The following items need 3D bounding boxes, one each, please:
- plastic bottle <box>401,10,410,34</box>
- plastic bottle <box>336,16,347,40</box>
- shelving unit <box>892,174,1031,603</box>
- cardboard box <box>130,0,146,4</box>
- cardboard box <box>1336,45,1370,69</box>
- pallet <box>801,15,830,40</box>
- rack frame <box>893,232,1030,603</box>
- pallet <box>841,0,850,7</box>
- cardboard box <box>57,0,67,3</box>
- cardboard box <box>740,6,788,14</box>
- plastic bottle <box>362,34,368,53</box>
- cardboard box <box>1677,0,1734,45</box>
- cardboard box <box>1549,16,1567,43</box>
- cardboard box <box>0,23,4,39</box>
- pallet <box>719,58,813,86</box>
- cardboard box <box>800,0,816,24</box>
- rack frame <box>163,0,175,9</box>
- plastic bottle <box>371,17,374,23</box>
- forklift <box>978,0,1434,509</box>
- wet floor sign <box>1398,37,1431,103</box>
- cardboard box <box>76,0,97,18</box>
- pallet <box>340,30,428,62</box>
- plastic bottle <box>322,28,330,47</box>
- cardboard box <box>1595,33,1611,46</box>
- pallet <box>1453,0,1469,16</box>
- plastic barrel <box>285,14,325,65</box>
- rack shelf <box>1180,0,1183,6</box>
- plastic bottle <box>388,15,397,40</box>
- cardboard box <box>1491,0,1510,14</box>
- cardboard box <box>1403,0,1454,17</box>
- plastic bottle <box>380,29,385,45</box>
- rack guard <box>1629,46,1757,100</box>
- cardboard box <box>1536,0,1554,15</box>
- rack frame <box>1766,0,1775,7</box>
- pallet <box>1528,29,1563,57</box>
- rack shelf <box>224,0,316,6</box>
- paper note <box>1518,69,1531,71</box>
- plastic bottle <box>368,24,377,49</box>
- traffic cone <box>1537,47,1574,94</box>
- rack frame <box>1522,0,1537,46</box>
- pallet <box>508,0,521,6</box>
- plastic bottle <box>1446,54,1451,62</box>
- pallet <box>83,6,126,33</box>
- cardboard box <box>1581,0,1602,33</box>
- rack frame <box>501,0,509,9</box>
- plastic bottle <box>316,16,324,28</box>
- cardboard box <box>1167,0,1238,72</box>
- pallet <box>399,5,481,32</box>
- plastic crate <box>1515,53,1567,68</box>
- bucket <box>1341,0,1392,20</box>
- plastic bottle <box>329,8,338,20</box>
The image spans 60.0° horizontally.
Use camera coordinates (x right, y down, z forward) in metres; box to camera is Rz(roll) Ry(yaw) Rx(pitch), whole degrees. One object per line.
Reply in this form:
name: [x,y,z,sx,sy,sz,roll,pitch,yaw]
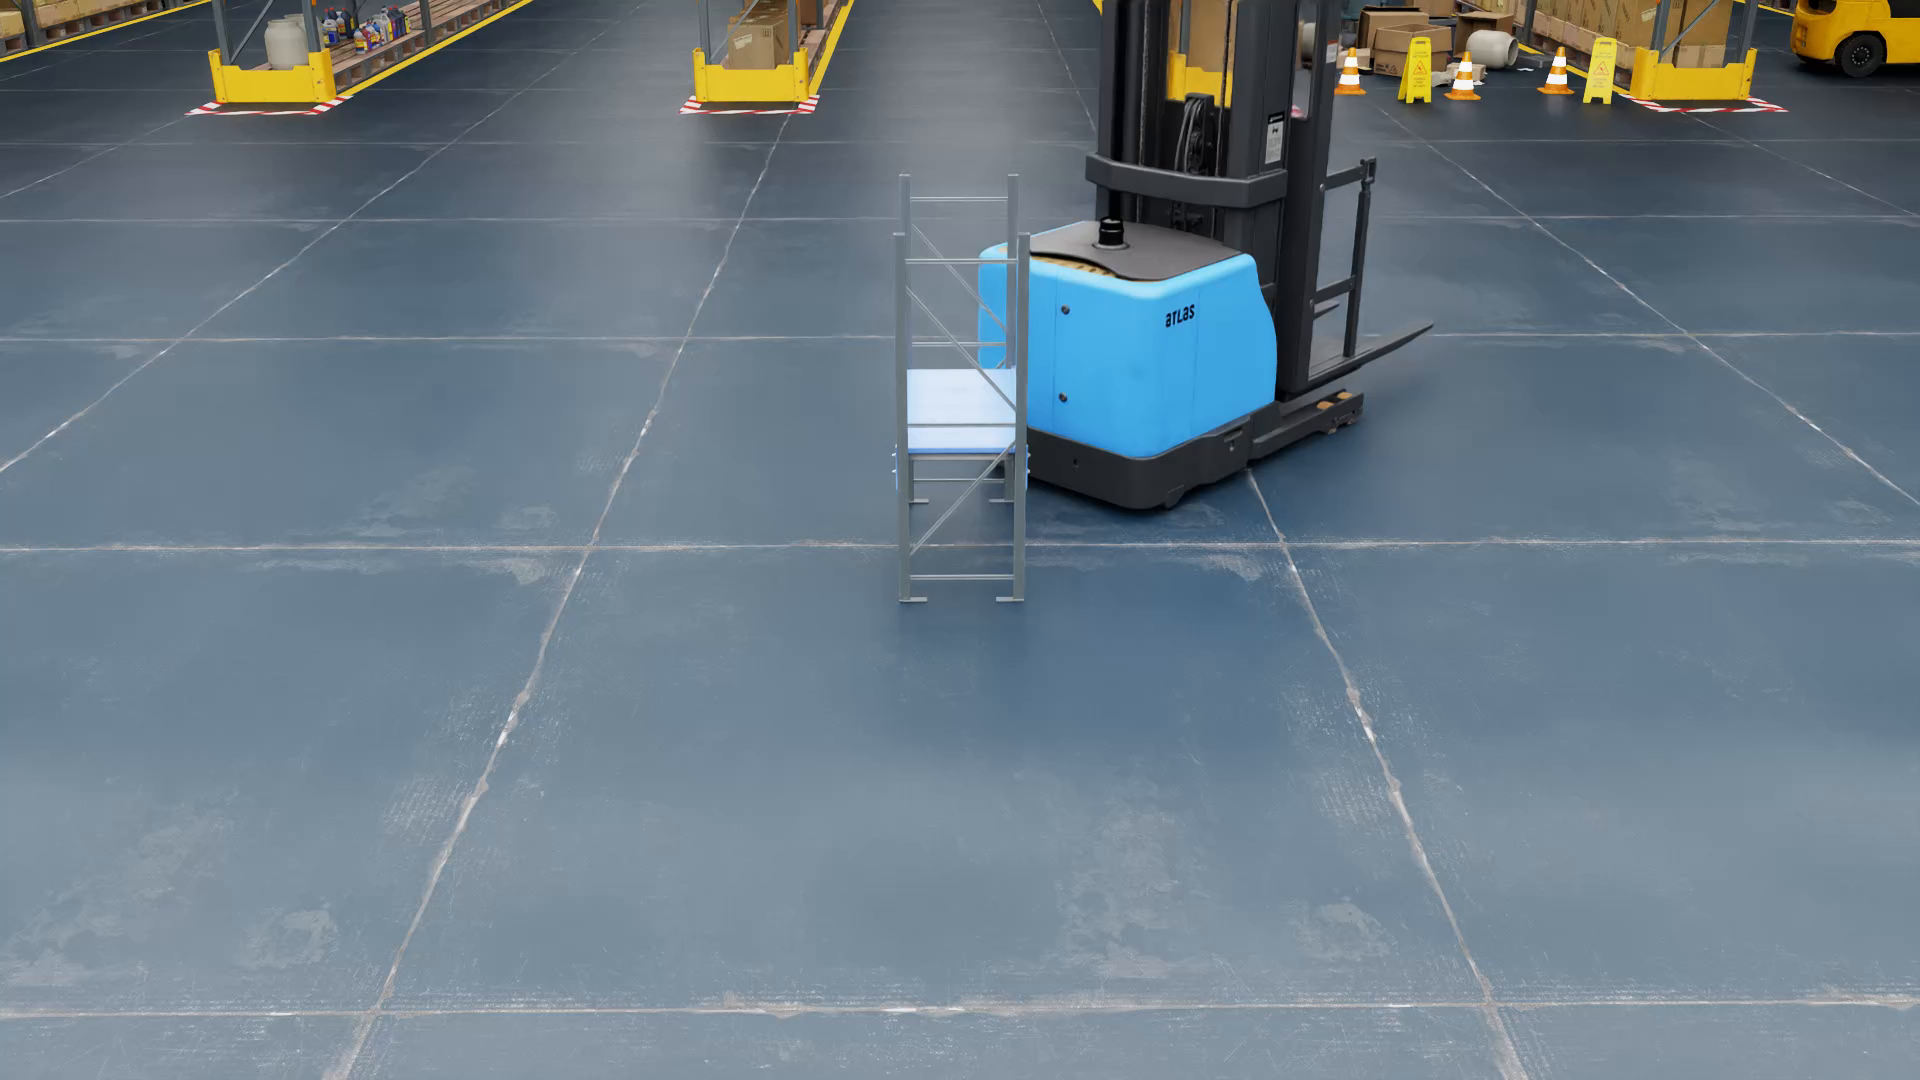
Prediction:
plastic bottle: [-6.844,-6.384,20.487,0.061,0.283,0.133,1,24,2]
plastic bottle: [-7.463,-6.181,20.054,0.097,0.271,0.097,0,24,0]
shelving unit: [0.001,-0.648,6.863,0.538,1.500,1.048,0,24,-1]
cardboard box: [-11.917,-7.756,23.585,0.500,0.250,0.500,-1,24,-1]
cardboard box: [4.595,-5.675,19.475,0.396,0.266,0.258,4,25,9]
pallet: [-2.237,-6.690,21.786,1.003,0.211,1.213,0,24,-1]
rack frame: [0.006,-0.439,6.400,0.500,1.500,0.032,0,24,-1]
pallet: [-2.203,-8.343,25.440,1.003,0.211,1.213,0,24,-1]
cardboard box: [-11.888,-7.169,21.607,0.500,0.311,0.500,-1,24,-1]
cardboard box: [-2.202,-5.806,18.970,0.500,0.500,0.500,2,24,4]
plastic bottle: [-6.845,-5.686,19.044,0.097,0.201,0.097,0,24,0]
cardboard box: [7.993,-5.660,18.041,0.500,0.500,0.500,-1,24,-2]
cardboard box: [7.436,-6.159,20.054,0.500,0.250,0.500,1,24,2]
cardboard box: [-11.913,-6.139,20.011,0.500,0.250,0.500,0,24,-1]
pallet: [-2.157,-5.087,18.242,1.003,0.211,1.213,0,24,-1]
cardboard box: [-2.212,-6.954,21.486,0.700,0.500,0.500,-2,24,-5]
rack frame: [-12.176,-9.245,24.051,1.000,3.000,0.127,0,24,-1]
plastic bottle: [-6.981,-6.093,19.844,0.061,0.283,0.133,0,24,-1]
forklift: [1.430,-1.996,8.106,1.130,2.935,3.031,20,31,38]
wet floor sign: [4.758,-4.896,17.293,0.267,0.644,0.232,-4,25,-10]
cardboard box: [-11.902,-7.127,22.195,0.500,0.250,0.500,-1,24,-2]
pallet: [-7.214,-6.070,20.415,1.003,0.211,1.213,0,24,-1]
plastic bottle: [-7.456,-5.897,19.511,0.097,0.201,0.097,0,24,0]
cardboard box: [7.451,-5.520,18.642,0.500,0.250,0.500,0,24,0]
pallet: [7.646,-7.740,24.107,1.003,0.211,1.213,0,24,-1]
plastic barrel: [-7.225,-5.504,18.290,0.421,0.512,0.421,0,24,0]
rack shelf: [2.756,-6.469,18.785,1.077,0.370,4.000,0,24,-1]
plastic bottle: [-6.838,-6.170,20.015,0.061,0.283,0.133,1,24,3]
cardboard box: [7.663,-7.191,22.188,0.950,0.372,0.625,1,24,3]
cardboard box: [5.903,-6.870,20.914,0.500,0.500,0.500,0,24,-1]
plastic bottle: [-6.852,-5.951,19.630,0.097,0.201,0.097,0,24,0]
rack guard: [7.726,-4.928,17.540,1.175,0.500,0.348,0,24,-1]
cardboard box: [7.419,-6.720,20.386,0.500,0.500,0.500,1,24,2]
rack frame: [12.603,-9.356,24.298,1.000,3.000,0.127,0,24,-1]
pallet: [7.726,-6.137,20.564,1.003,0.211,1.213,0,24,-1]
rack shelf: [-7.157,-6.466,18.779,1.077,0.370,4.000,0,24,-1]
paper note: [6.571,-5.465,19.297,0.142,0.019,0.148,-9,26,-19]
plastic bottle: [-6.849,-5.858,19.338,0.097,0.271,0.097,0,24,0]
traffic cone: [6.432,-5.052,17.858,0.336,0.463,0.334,0,24,-1]
rack frame: [7.683,-7.684,20.600,1.000,3.000,0.127,0,24,-1]
pallet: [-7.273,-8.320,25.390,1.003,0.211,1.213,0,24,-1]
plastic bottle: [5.822,-5.805,20.012,0.133,0.061,0.283,4,25,9]
pallet: [-12.196,-7.134,22.767,1.003,0.211,1.213,0,24,-1]
cardboard box: [7.449,-6.068,18.944,0.500,0.500,0.500,-1,24,-2]
rack frame: [-7.223,-9.266,24.097,1.000,3.000,0.127,0,24,-1]
plastic bottle: [-7.579,-6.024,19.609,0.144,0.351,0.185,0,24,-1]
cardboard box: [2.704,-5.475,17.783,0.875,0.875,0.875,0,24,0]
pallet: [-7.243,-7.174,22.857,1.003,0.211,1.213,0,24,-1]
plastic crate: [6.880,-5.703,19.764,0.402,0.080,0.583,-9,26,-19]
bucket: [5.041,-6.776,20.719,0.726,0.611,0.620,8,16,18]
plastic bottle: [-7.585,-6.277,20.168,0.144,0.351,0.185,0,24,1]
